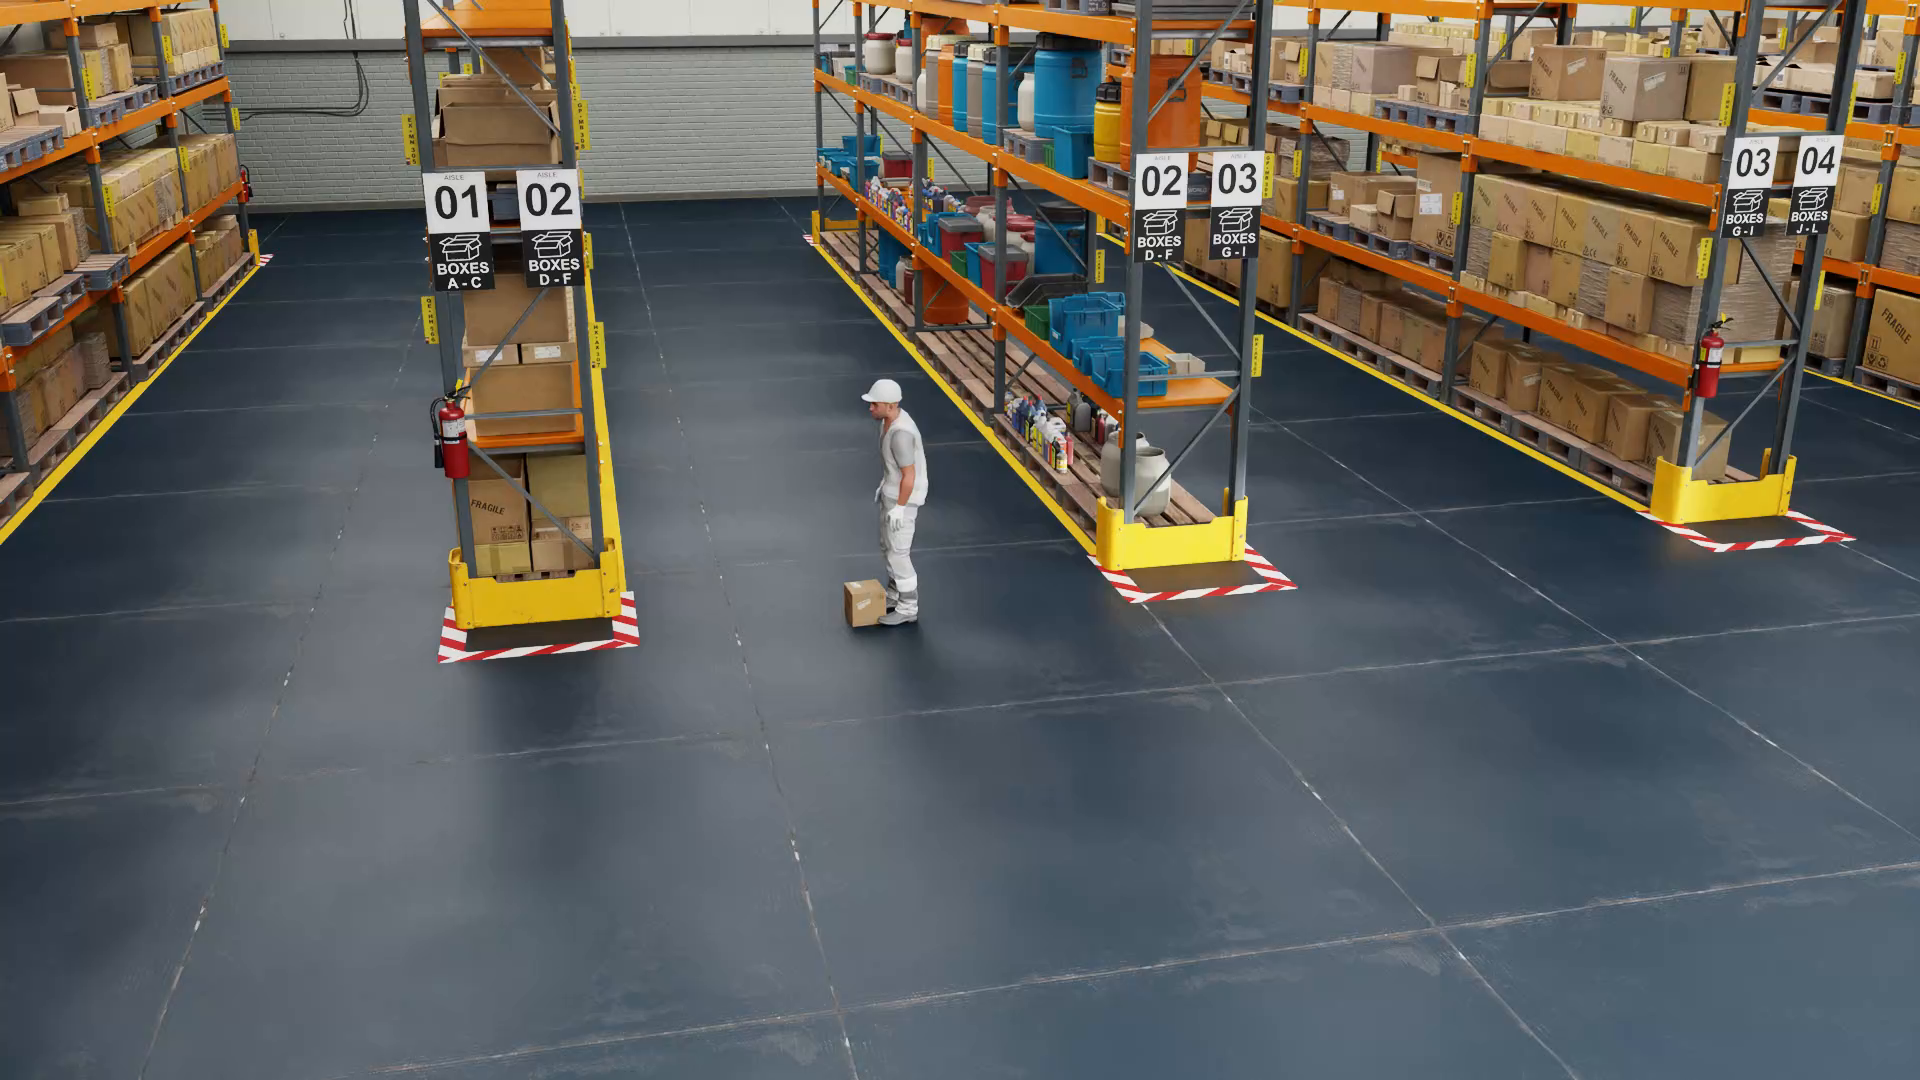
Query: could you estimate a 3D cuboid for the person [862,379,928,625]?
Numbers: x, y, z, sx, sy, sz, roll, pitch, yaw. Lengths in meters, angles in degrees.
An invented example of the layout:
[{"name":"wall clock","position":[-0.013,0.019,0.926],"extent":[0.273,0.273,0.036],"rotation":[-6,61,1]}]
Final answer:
[{"name":"person","position":[-0.467,-0.283,11.848],"extent":[0.448,1.780,0.609],"rotation":[-4,20,-12]}]
